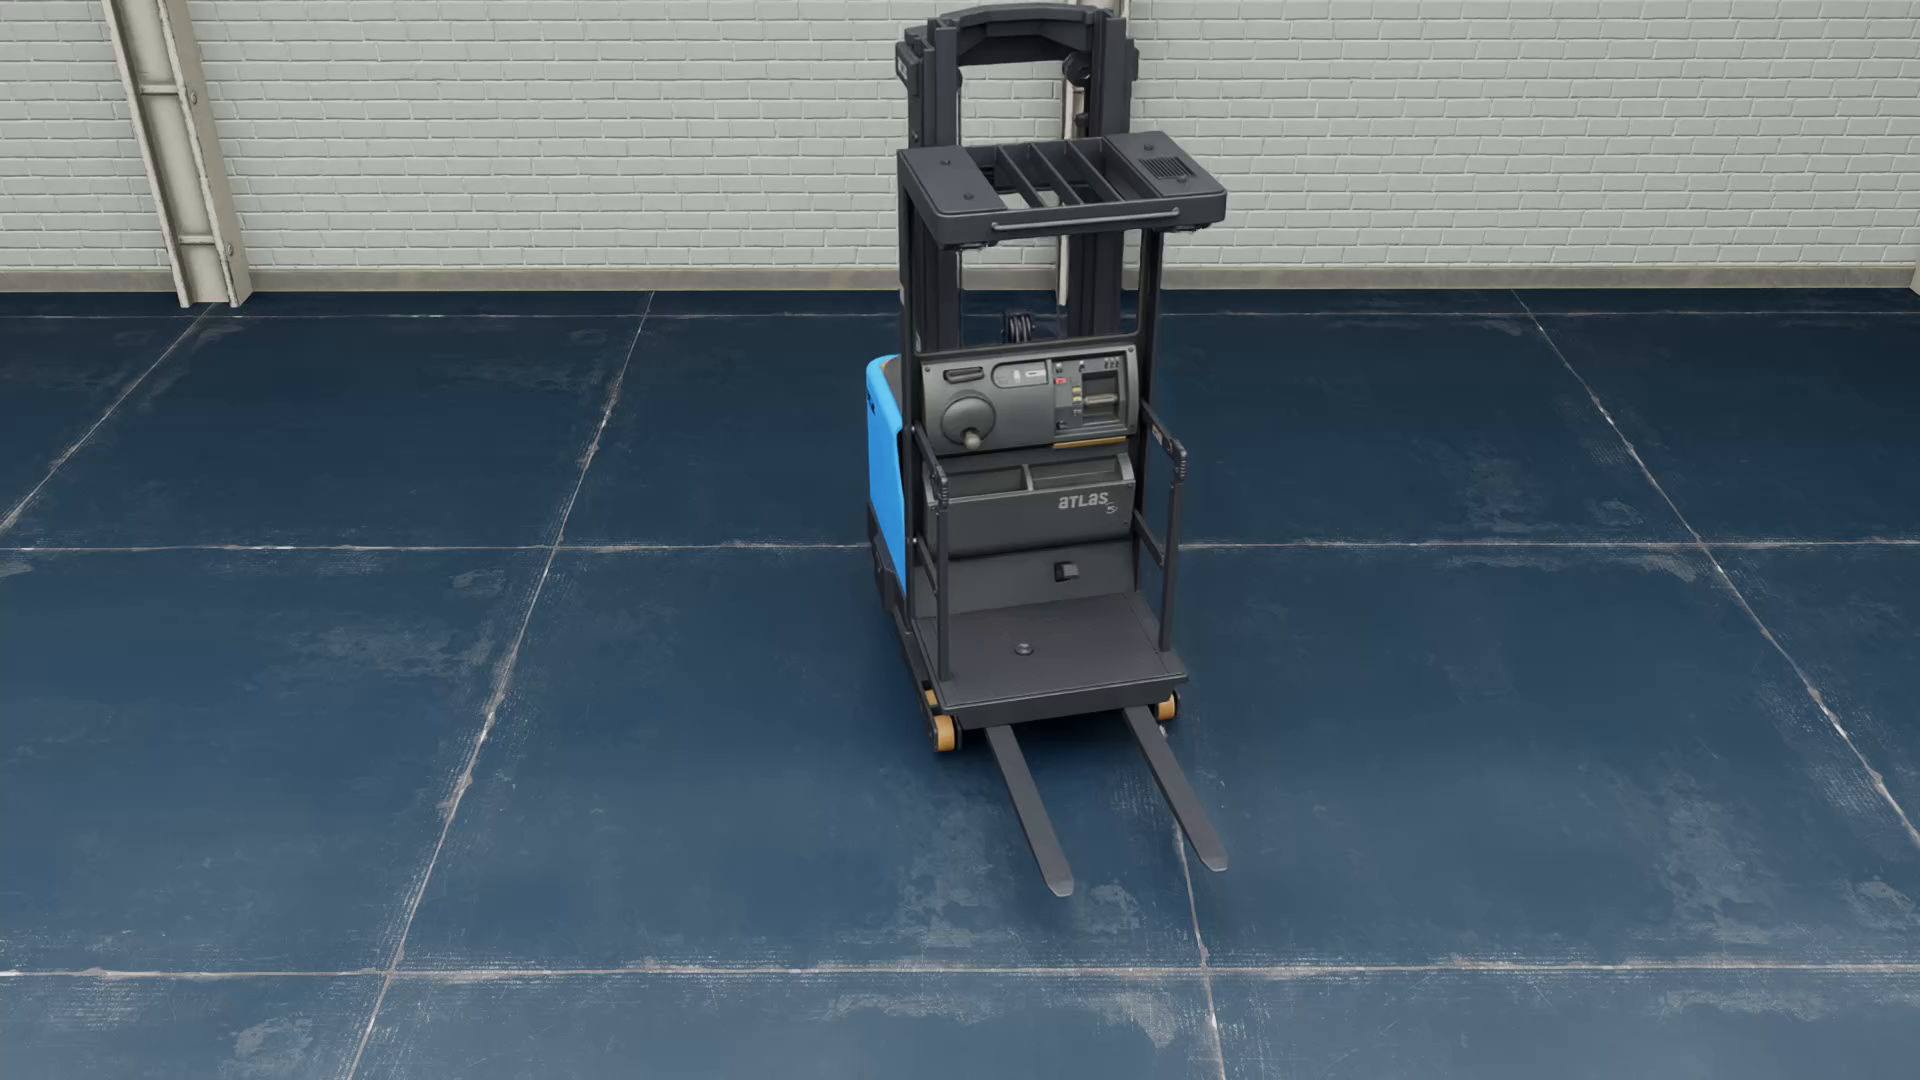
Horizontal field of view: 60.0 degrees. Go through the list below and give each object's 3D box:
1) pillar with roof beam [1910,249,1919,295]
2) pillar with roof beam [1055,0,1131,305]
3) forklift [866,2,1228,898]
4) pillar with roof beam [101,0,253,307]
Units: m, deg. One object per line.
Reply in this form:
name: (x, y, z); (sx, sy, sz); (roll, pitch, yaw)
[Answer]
pillar with roof beam: (6.891, -3.324, 5.554); (0.400, 9.000, 9.100); (0, 31, 0)
pillar with roof beam: (0.891, -3.306, 5.523); (0.400, 9.000, 9.100); (0, 31, 0)
forklift: (0.351, -0.547, 6.826); (1.130, 2.935, 3.031); (-7, 32, -11)
pillar with roof beam: (-5.109, -3.287, 5.492); (0.400, 9.000, 9.100); (0, 31, 0)
